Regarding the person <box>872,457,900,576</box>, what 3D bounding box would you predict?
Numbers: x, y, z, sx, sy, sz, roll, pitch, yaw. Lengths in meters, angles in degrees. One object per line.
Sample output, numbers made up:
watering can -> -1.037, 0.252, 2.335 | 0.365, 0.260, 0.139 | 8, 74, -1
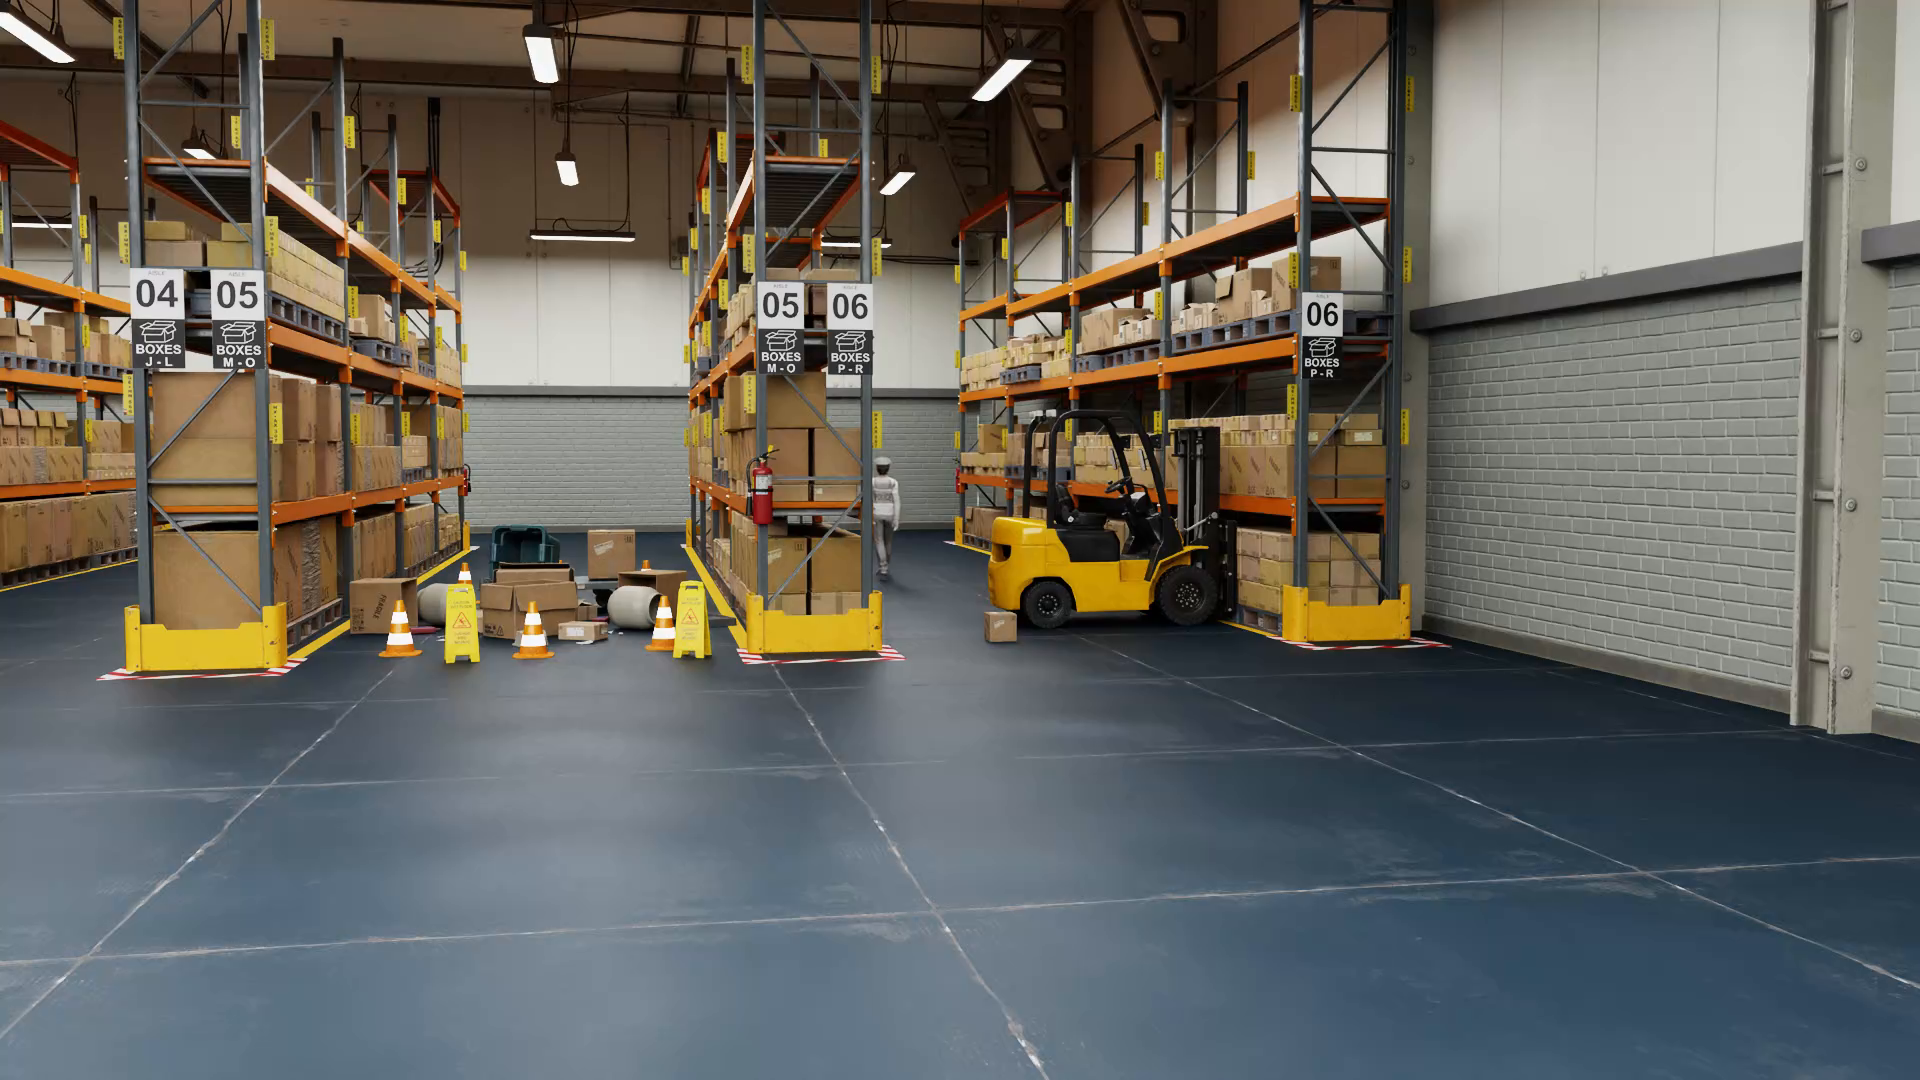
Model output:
person -> -1.091, -0.322, 22.767 | 0.496, 1.629, 1.013 | -1, 3, -14
